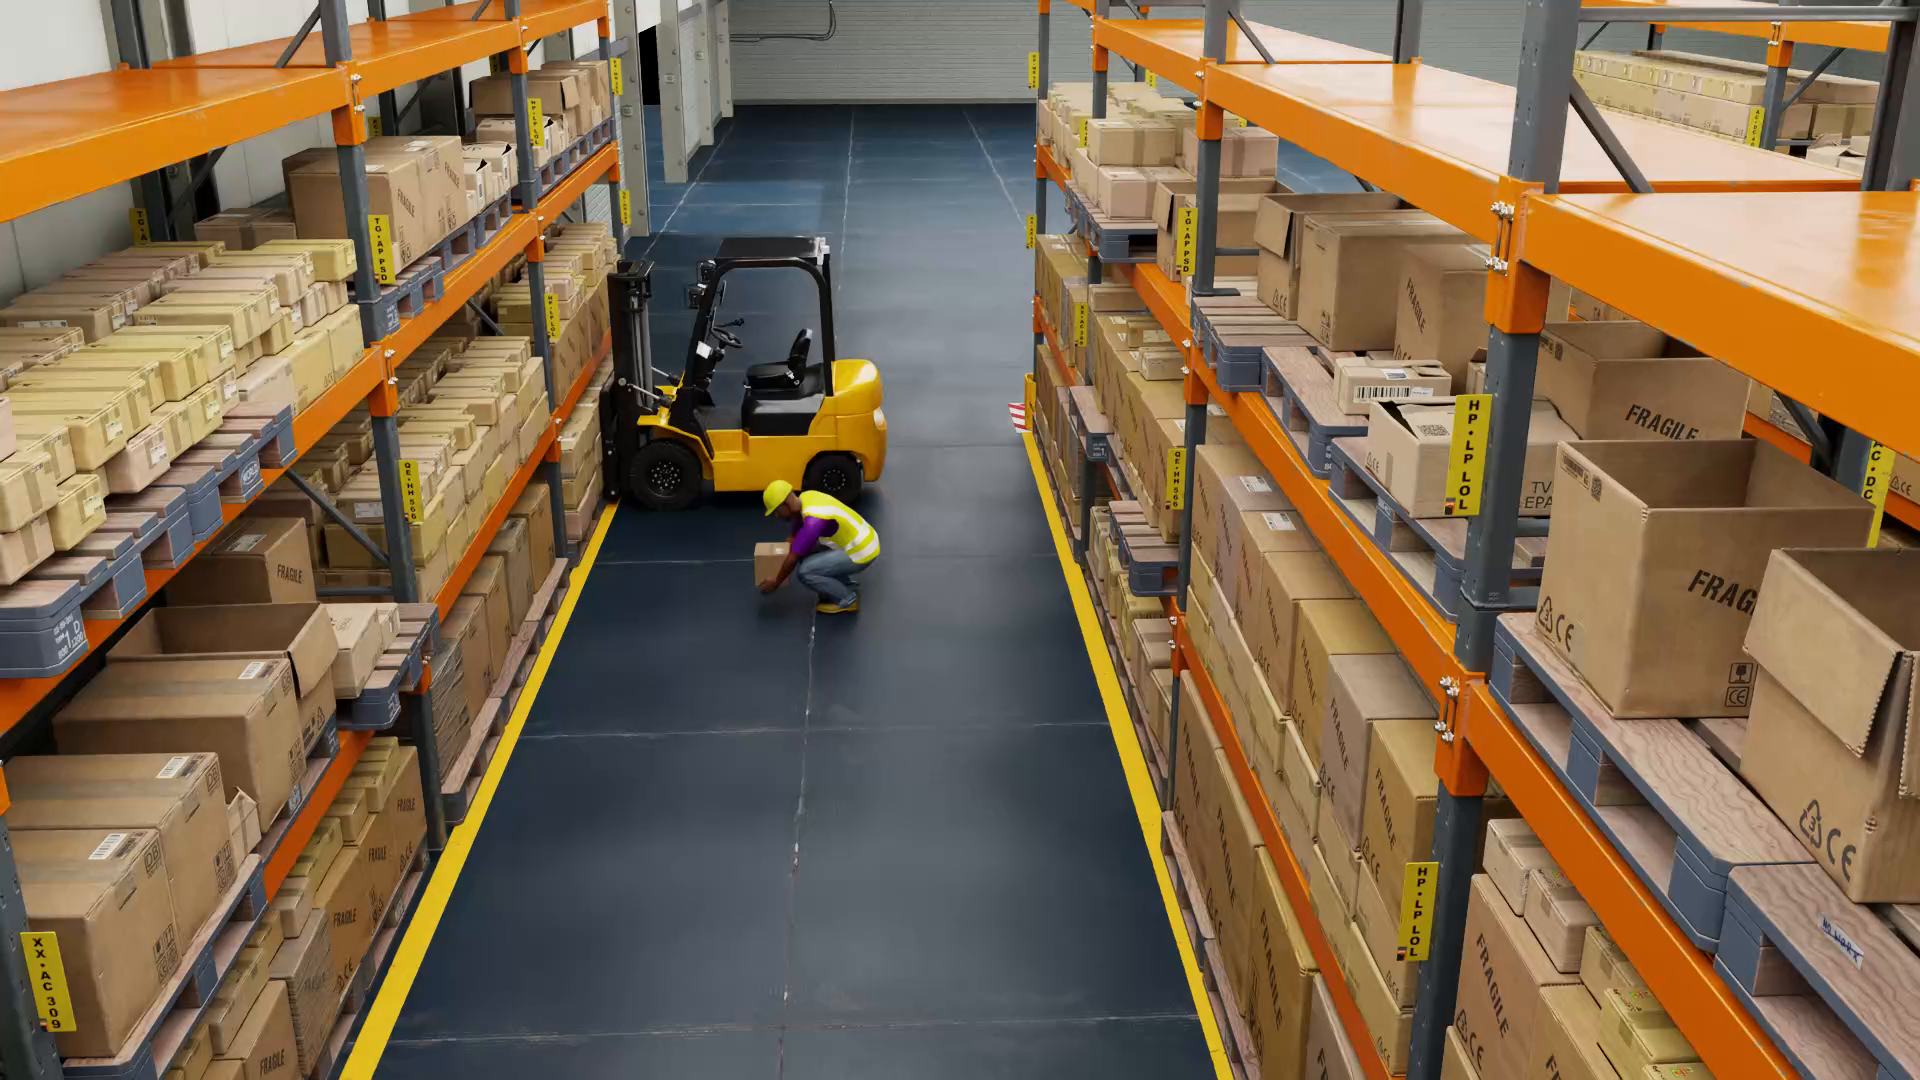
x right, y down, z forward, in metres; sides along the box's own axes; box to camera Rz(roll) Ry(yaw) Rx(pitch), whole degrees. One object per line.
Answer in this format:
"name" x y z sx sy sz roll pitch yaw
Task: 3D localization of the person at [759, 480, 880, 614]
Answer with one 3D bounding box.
"person" -1.033 0.025 12.098 0.881 0.996 0.588 -1 20 -3
